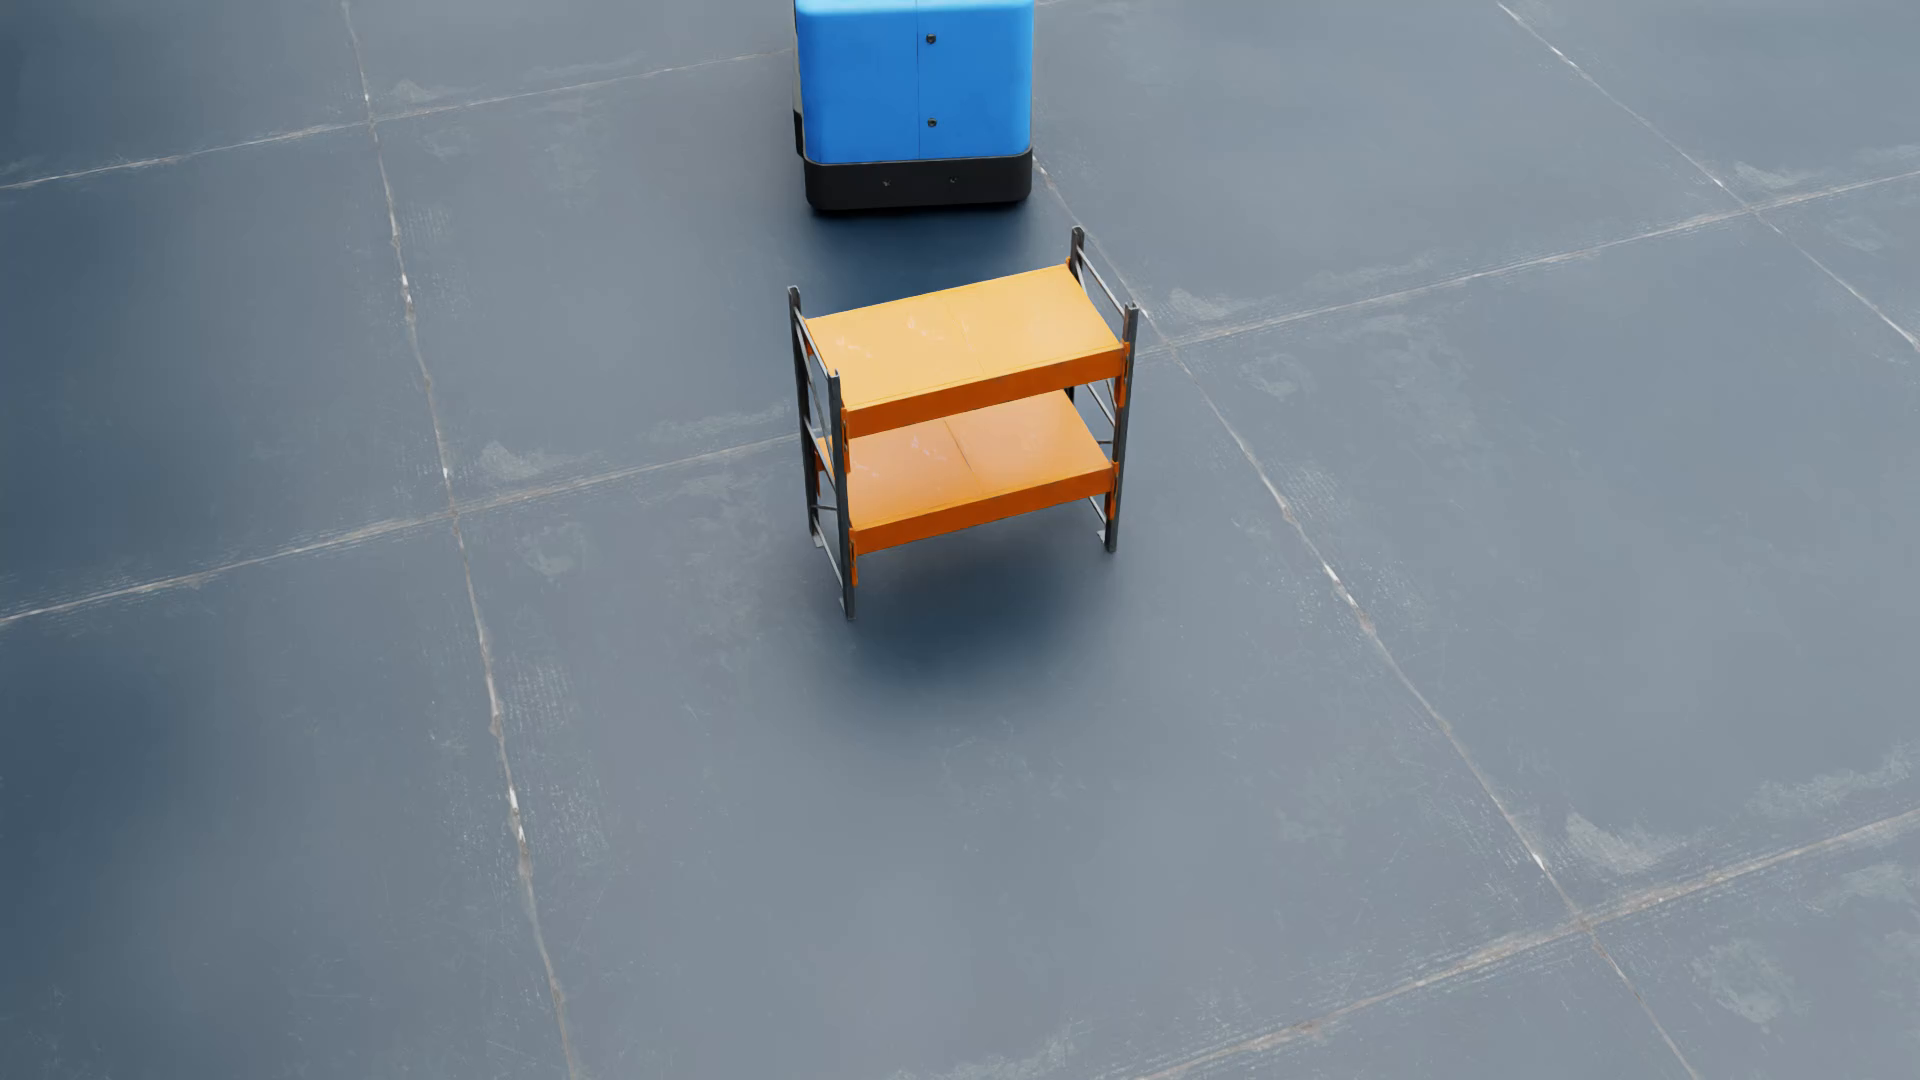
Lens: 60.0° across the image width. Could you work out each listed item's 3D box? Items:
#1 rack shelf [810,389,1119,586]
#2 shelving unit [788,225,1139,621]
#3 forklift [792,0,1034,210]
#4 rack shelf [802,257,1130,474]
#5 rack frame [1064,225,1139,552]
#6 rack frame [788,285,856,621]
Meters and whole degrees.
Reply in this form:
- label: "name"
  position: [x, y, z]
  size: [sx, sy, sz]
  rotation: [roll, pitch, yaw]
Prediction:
- label: "rack shelf"
  position: [0.006, -0.226, 6.026]
  size: [1.000, 0.278, 0.538]
  rotation: [-14, 47, -14]
- label: "shelving unit"
  position: [0.006, -0.399, 5.853]
  size: [1.048, 1.125, 0.538]
  rotation: [-14, 47, -14]
- label: "forklift"
  position: [-0.310, -3.597, 7.765]
  size: [1.130, 2.935, 3.031]
  rotation: [-3, 45, -3]
- label: "rack shelf"
  position: [0.006, -0.605, 5.646]
  size: [1.000, 0.278, 0.538]
  rotation: [-14, 47, -14]
- label: "rack frame"
  position: [0.485, -0.521, 5.975]
  size: [0.032, 1.125, 0.500]
  rotation: [-14, 47, -14]
- label: "rack frame"
  position: [-0.472, -0.276, 5.731]
  size: [0.032, 1.125, 0.500]
  rotation: [-14, 47, -14]
